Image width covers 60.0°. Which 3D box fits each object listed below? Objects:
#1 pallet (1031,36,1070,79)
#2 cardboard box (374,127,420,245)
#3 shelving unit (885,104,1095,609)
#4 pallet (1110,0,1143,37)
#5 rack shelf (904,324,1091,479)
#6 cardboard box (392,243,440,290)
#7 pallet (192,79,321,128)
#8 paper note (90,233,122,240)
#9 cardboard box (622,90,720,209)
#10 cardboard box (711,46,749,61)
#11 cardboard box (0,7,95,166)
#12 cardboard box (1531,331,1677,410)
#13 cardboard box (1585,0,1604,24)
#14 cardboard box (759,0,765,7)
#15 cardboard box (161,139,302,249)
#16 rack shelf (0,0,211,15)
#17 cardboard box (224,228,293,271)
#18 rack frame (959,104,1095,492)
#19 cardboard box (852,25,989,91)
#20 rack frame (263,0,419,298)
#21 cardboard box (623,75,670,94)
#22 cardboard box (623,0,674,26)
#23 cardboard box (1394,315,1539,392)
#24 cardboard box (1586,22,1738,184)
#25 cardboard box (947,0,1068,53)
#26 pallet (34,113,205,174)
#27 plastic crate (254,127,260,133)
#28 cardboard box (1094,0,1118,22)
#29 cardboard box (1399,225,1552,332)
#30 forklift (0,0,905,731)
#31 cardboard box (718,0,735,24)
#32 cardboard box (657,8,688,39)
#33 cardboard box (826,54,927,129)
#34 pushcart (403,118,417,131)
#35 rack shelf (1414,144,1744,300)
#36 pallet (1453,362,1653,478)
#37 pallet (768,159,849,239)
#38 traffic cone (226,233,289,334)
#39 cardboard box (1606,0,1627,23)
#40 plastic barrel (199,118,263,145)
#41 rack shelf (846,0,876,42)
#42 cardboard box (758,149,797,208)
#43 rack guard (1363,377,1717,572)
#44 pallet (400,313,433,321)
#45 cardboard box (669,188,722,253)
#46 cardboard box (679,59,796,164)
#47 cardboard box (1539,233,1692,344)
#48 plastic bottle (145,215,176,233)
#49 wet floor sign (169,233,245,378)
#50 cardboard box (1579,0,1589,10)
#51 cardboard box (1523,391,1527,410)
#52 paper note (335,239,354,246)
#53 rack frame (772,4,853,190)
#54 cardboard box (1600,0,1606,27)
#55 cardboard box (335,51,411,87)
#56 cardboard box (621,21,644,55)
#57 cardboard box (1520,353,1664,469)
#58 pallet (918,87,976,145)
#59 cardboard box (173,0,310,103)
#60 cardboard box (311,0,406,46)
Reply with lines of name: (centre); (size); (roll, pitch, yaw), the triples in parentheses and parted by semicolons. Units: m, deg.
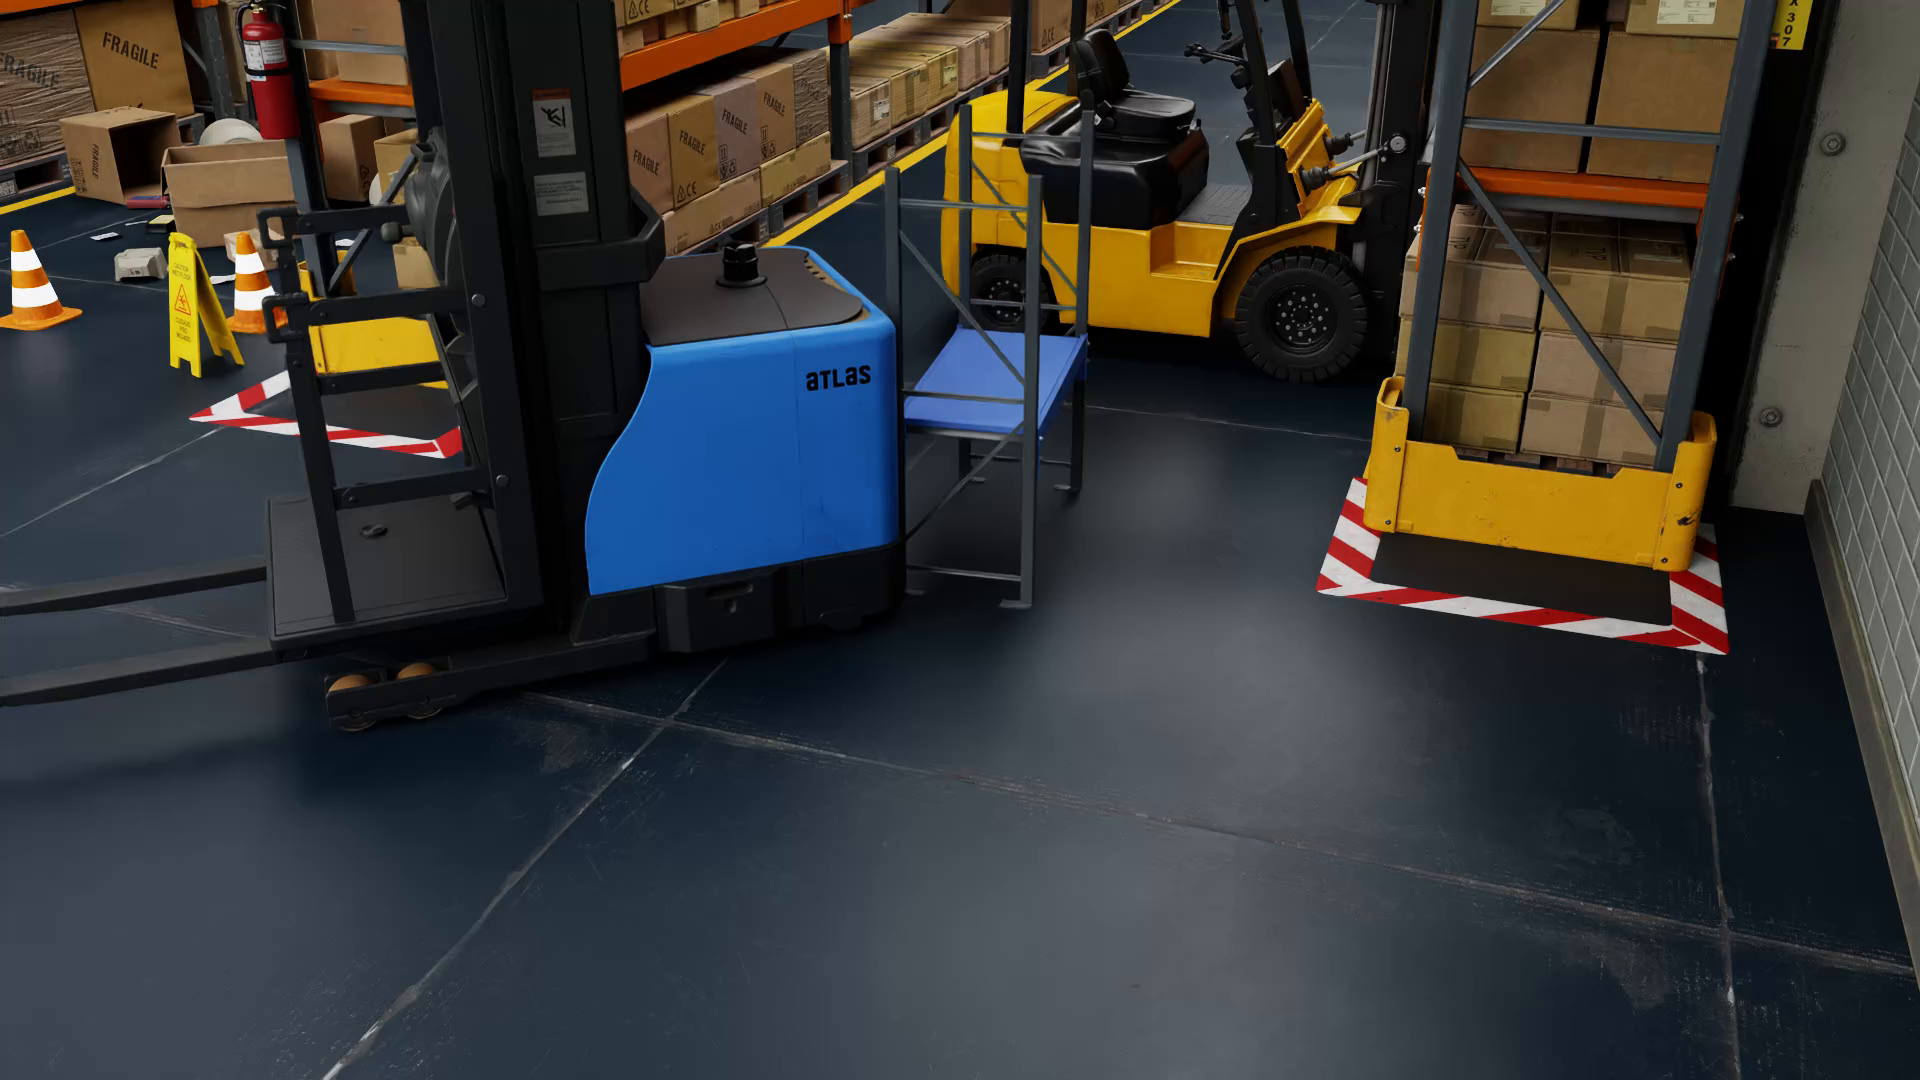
pallet: (0.460, -4.455, 15.210); (1.003, 0.211, 1.213); (9, 27, 17)
cardboard box: (-2.515, -1.766, 8.268); (0.500, 0.500, 0.500); (9, 27, 18)
shelving unit: (0.126, -0.684, 5.942); (0.538, 1.500, 1.048); (6, 26, 12)
pallet: (1.272, -5.458, 17.281); (1.003, 0.211, 1.213); (9, 27, 17)
rack shelf: (0.126, -0.522, 6.020); (0.538, 0.185, 1.000); (6, 26, 12)
cardboard box: (-2.512, -1.442, 8.460); (0.500, 0.250, 0.500); (9, 27, 17)
pallet: (-5.720, -3.503, 13.242); (1.003, 0.211, 1.213); (9, 27, 17)
paper note: (-5.128, -1.830, 9.997); (0.144, 0.017, 0.142); (20, 32, 35)
cardboard box: (-1.655, -2.120, 9.000); (0.500, 0.500, 0.500); (9, 27, 18)
cardboard box: (-1.656, -2.839, 10.485); (0.500, 0.500, 0.500); (10, 28, 20)
cardboard box: (-6.478, -3.043, 11.050); (0.875, 0.875, 0.875); (9, 27, 18)
cardboard box: (2.499, -0.731, 6.418); (0.500, 0.250, 0.500); (9, 27, 18)
cardboard box: (2.244, -1.889, 6.594); (0.500, 0.500, 0.500); (10, 27, 19)
cardboard box: (-1.357, -3.165, 9.632); (0.380, 0.149, 0.250); (8, 27, 17)
cardboard box: (-4.339, -2.075, 9.959); (0.797, 0.503, 0.637); (-9, 27, -18)
rack shelf: (-6.572, -3.284, 10.417); (1.077, 0.370, 4.000); (9, 27, 17)
cardboard box: (-4.005, -1.658, 9.504); (0.250, 0.149, 0.380); (-20, 33, -36)
rack frame: (0.242, -0.900, 6.387); (0.500, 1.500, 0.032); (6, 26, 12)
cardboard box: (-0.309, -3.869, 13.331); (0.950, 0.372, 0.625); (8, 27, 16)
rack frame: (-2.536, -2.110, 7.165); (1.000, 3.000, 0.127); (9, 27, 17)
cardboard box: (-1.997, -2.405, 9.587); (0.500, 0.500, 0.500); (10, 28, 20)
cardboard box: (-1.779, -2.866, 8.271); (0.500, 0.500, 0.500); (8, 27, 16)
cardboard box: (2.014, -0.813, 6.587); (0.500, 0.250, 0.500); (8, 27, 17)
cardboard box: (2.573, -1.600, 5.997); (0.500, 0.500, 0.500); (10, 27, 19)
cardboard box: (0.435, -4.902, 14.888); (0.875, 0.875, 0.875); (8, 27, 17)
pallet: (-6.233, -2.874, 11.943); (1.003, 0.211, 1.213); (9, 27, 17)
plastic crate: (-4.729, -2.929, 12.018); (0.662, 0.188, 0.450); (-20, 23, -36)
cardboard box: (1.033, -5.635, 16.403); (0.875, 0.875, 0.875); (10, 27, 19)
cardboard box: (2.005, -1.027, 6.456); (0.500, 0.250, 0.500); (10, 27, 19)
forklift: (-1.759, -1.000, 4.951); (3.031, 2.935, 1.130); (-10, 27, -19)
cardboard box: (-1.472, -2.945, 9.180); (0.380, 0.149, 0.250); (8, 27, 17)
cardboard box: (-1.663, -2.740, 8.754); (0.380, 0.149, 0.250); (8, 27, 16)
cardboard box: (-0.796, -3.272, 12.099); (0.950, 0.372, 0.625); (11, 28, 21)
pushcart: (-3.371, -2.883, 11.772); (1.648, 0.377, 0.936); (0, 26, -1)
rack shelf: (2.812, -1.890, 7.536); (1.077, 0.370, 4.000); (9, 27, 17)
pallet: (2.361, -0.457, 6.951); (1.003, 0.211, 1.213); (9, 27, 17)
pallet: (-1.395, -2.217, 10.588); (1.003, 0.211, 1.213); (9, 27, 17)
traffic cone: (-3.609, -1.332, 8.470); (0.336, 0.463, 0.334); (9, 27, 17)
cardboard box: (2.526, -1.941, 5.958); (0.380, 0.149, 0.250); (9, 27, 17)
plastic barrel: (-4.837, -2.582, 11.096); (0.421, 0.421, 0.512); (-14, 29, -27)
rack shelf: (-0.539, -4.252, 12.415); (1.077, 0.370, 4.000); (9, 27, 17)
cardboard box: (-1.316, -2.203, 10.031); (0.500, 0.250, 0.500); (8, 27, 16)
rack guard: (2.138, -0.257, 6.206); (1.175, 0.500, 0.348); (9, 27, 17)
pallet: (-2.207, -1.215, 8.517); (1.003, 0.211, 1.213); (9, 27, 17)
cardboard box: (-1.660, -1.787, 9.173); (0.500, 0.250, 0.500); (11, 28, 21)
cardboard box: (-1.316, -2.551, 9.890); (0.500, 0.500, 0.500); (9, 27, 18)
cardboard box: (2.485, -0.963, 6.323); (0.500, 0.250, 0.500); (8, 27, 17)
plastic bottle: (-4.871, -1.947, 10.202); (0.133, 0.061, 0.283); (0, 26, -1)
wet floor sign: (-3.608, -1.127, 7.838); (0.267, 0.644, 0.232); (20, 32, 35)
cardboard box: (2.199, -2.119, 6.325); (0.380, 0.149, 0.250); (9, 27, 18)
cardboard box: (2.179, -0.785, 7.102); (0.500, 0.250, 0.500); (9, 27, 17)
paper note: (-3.674, -1.773, 9.890); (0.148, 0.019, 0.142); (20, 32, 35)
rack frame: (-1.205, -3.754, 10.561); (1.000, 3.000, 0.127); (9, 27, 17)
cardboard box: (2.889, -2.025, 6.875); (0.500, 0.500, 0.500); (8, 27, 17)
cardboard box: (-2.613, -2.181, 7.602); (0.380, 0.149, 0.250); (10, 27, 19)
cardboard box: (-1.810, -2.518, 8.297); (0.380, 0.149, 0.250); (9, 27, 19)
cardboard box: (2.494, -0.516, 6.548); (0.500, 0.250, 0.500); (9, 27, 18)
pallet: (-0.543, -3.322, 12.868); (1.003, 0.211, 1.213); (9, 27, 17)
cardboard box: (-5.784, -3.875, 12.910); (1.050, 0.750, 0.750); (9, 27, 17)
cardboard box: (-2.615, -2.552, 7.622); (0.500, 0.500, 0.500); (8, 27, 17)
